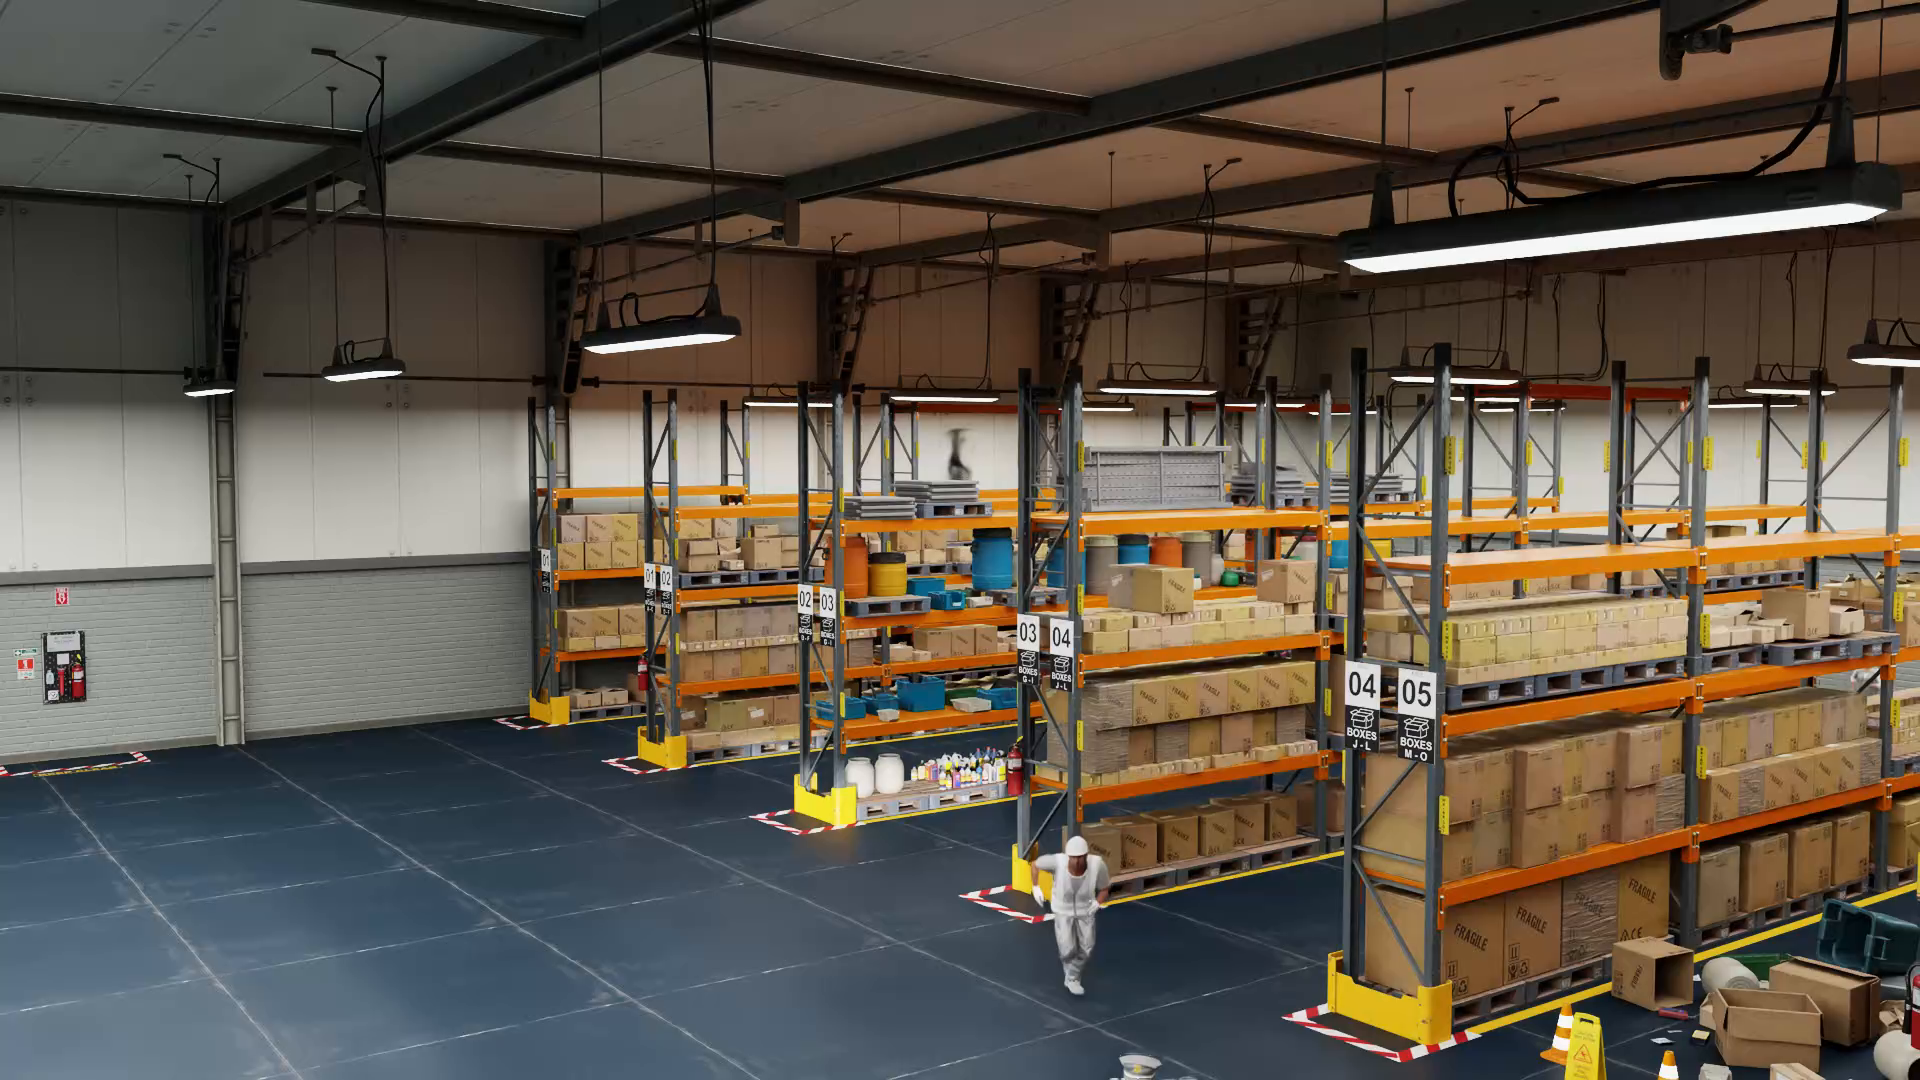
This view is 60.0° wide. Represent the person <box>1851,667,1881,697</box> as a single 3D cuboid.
[{"bbox_3d":[15.228,2.698,27.927,0.522,1.622,0.810,2,4,35],"label":"person"}]

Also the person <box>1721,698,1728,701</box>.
[{"bbox_3d":[10.611,2.994,23.030,0.560,1.622,0.595,-3,5,-45],"label":"person"}]

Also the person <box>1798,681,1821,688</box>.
[{"bbox_3d":[14.690,2.603,29.081,0.633,1.683,0.679,-1,4,-18],"label":"person"}]

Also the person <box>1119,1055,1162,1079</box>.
[{"bbox_3d":[1.158,3.782,9.888,0.707,1.720,1.020,1,4,18],"label":"person"}]

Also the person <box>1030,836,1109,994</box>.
[{"bbox_3d":[1.012,3.464,15.334,0.716,1.591,0.819,0,3,-1],"label":"person"}]
